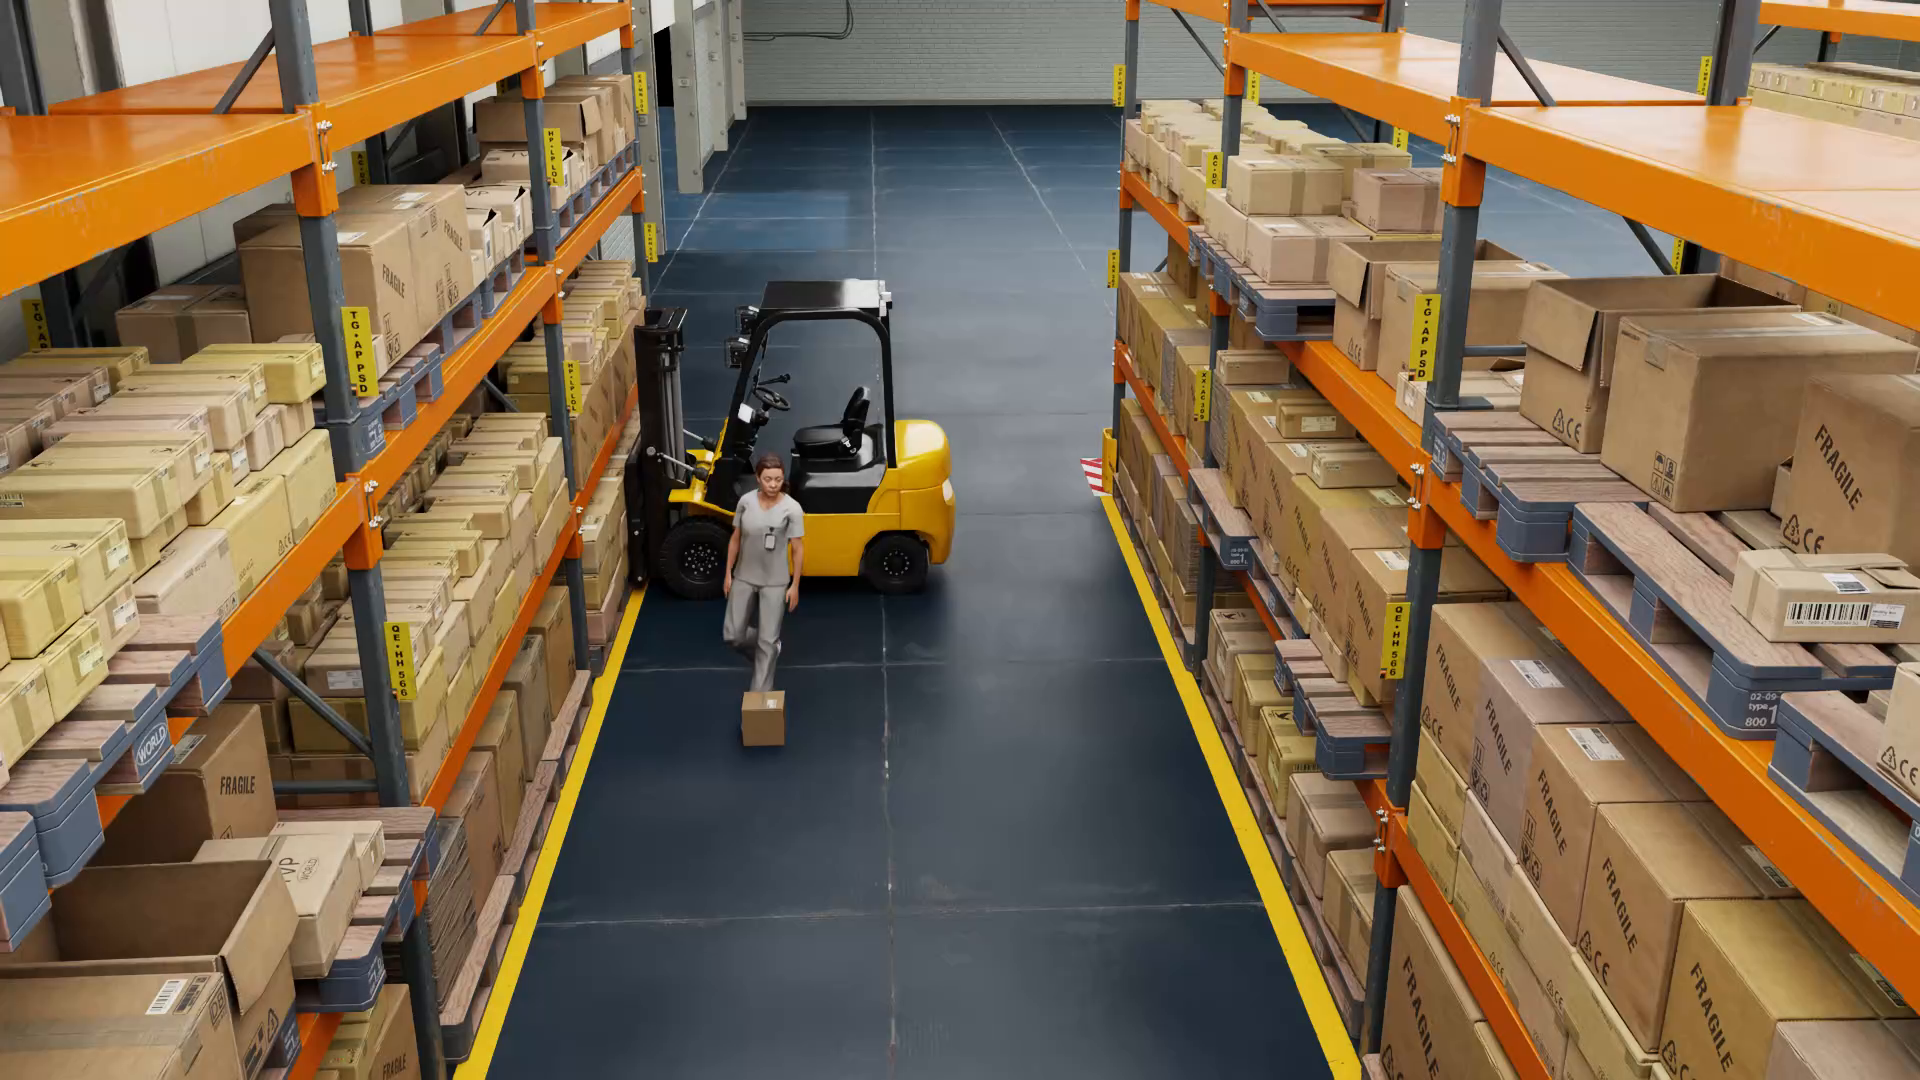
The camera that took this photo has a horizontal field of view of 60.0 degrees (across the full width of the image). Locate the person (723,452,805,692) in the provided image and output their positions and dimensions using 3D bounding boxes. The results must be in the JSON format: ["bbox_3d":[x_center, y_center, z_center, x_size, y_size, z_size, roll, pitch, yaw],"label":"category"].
[{"bbox_3d":[-1.240,0.289,10.290,0.515,1.654,0.684,4,21,11],"label":"person"}]
